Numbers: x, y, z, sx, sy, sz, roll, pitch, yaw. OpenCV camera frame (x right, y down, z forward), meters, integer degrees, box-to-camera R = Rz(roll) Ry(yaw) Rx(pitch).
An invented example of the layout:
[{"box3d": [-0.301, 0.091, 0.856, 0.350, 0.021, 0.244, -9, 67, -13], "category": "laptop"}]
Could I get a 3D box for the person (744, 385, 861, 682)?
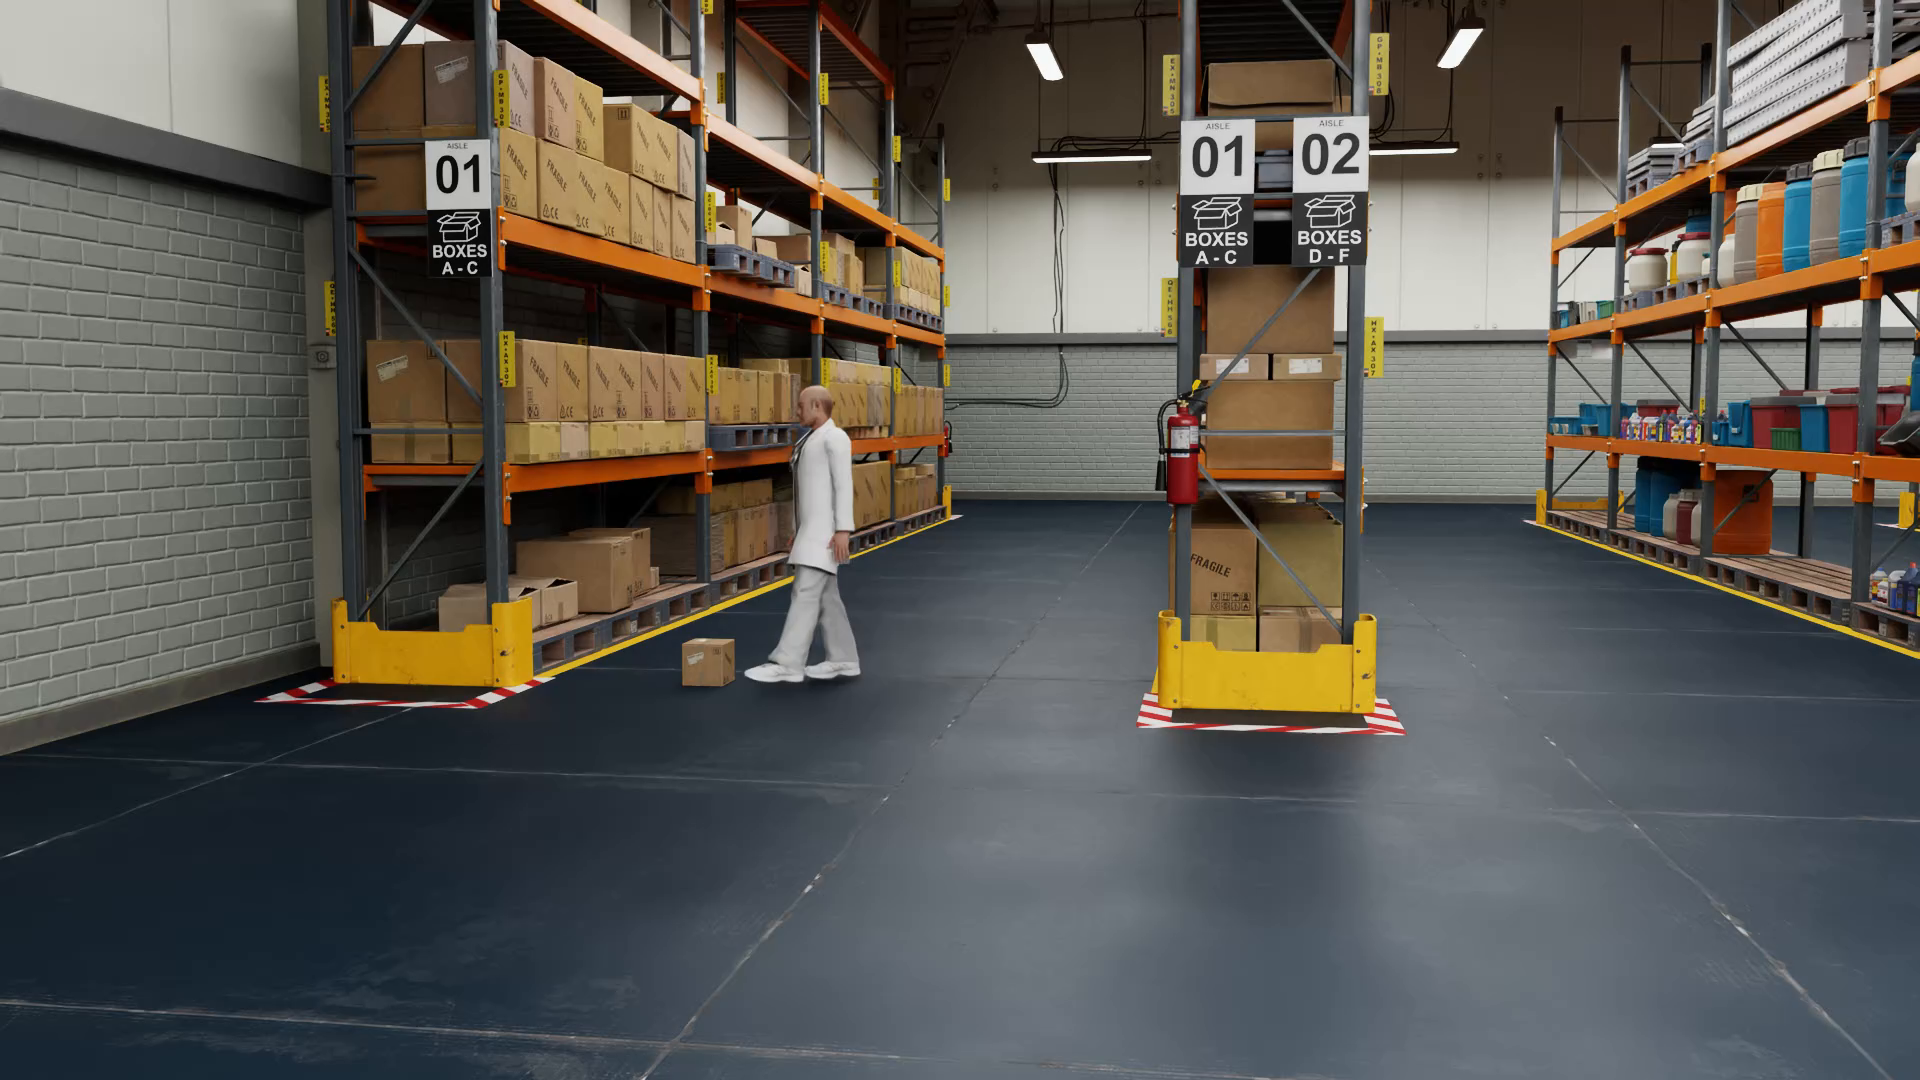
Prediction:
[{"box3d": [-0.965, 0.065, 9.937, 0.792, 1.551, 0.636, -2, 5, -22], "category": "person"}]
